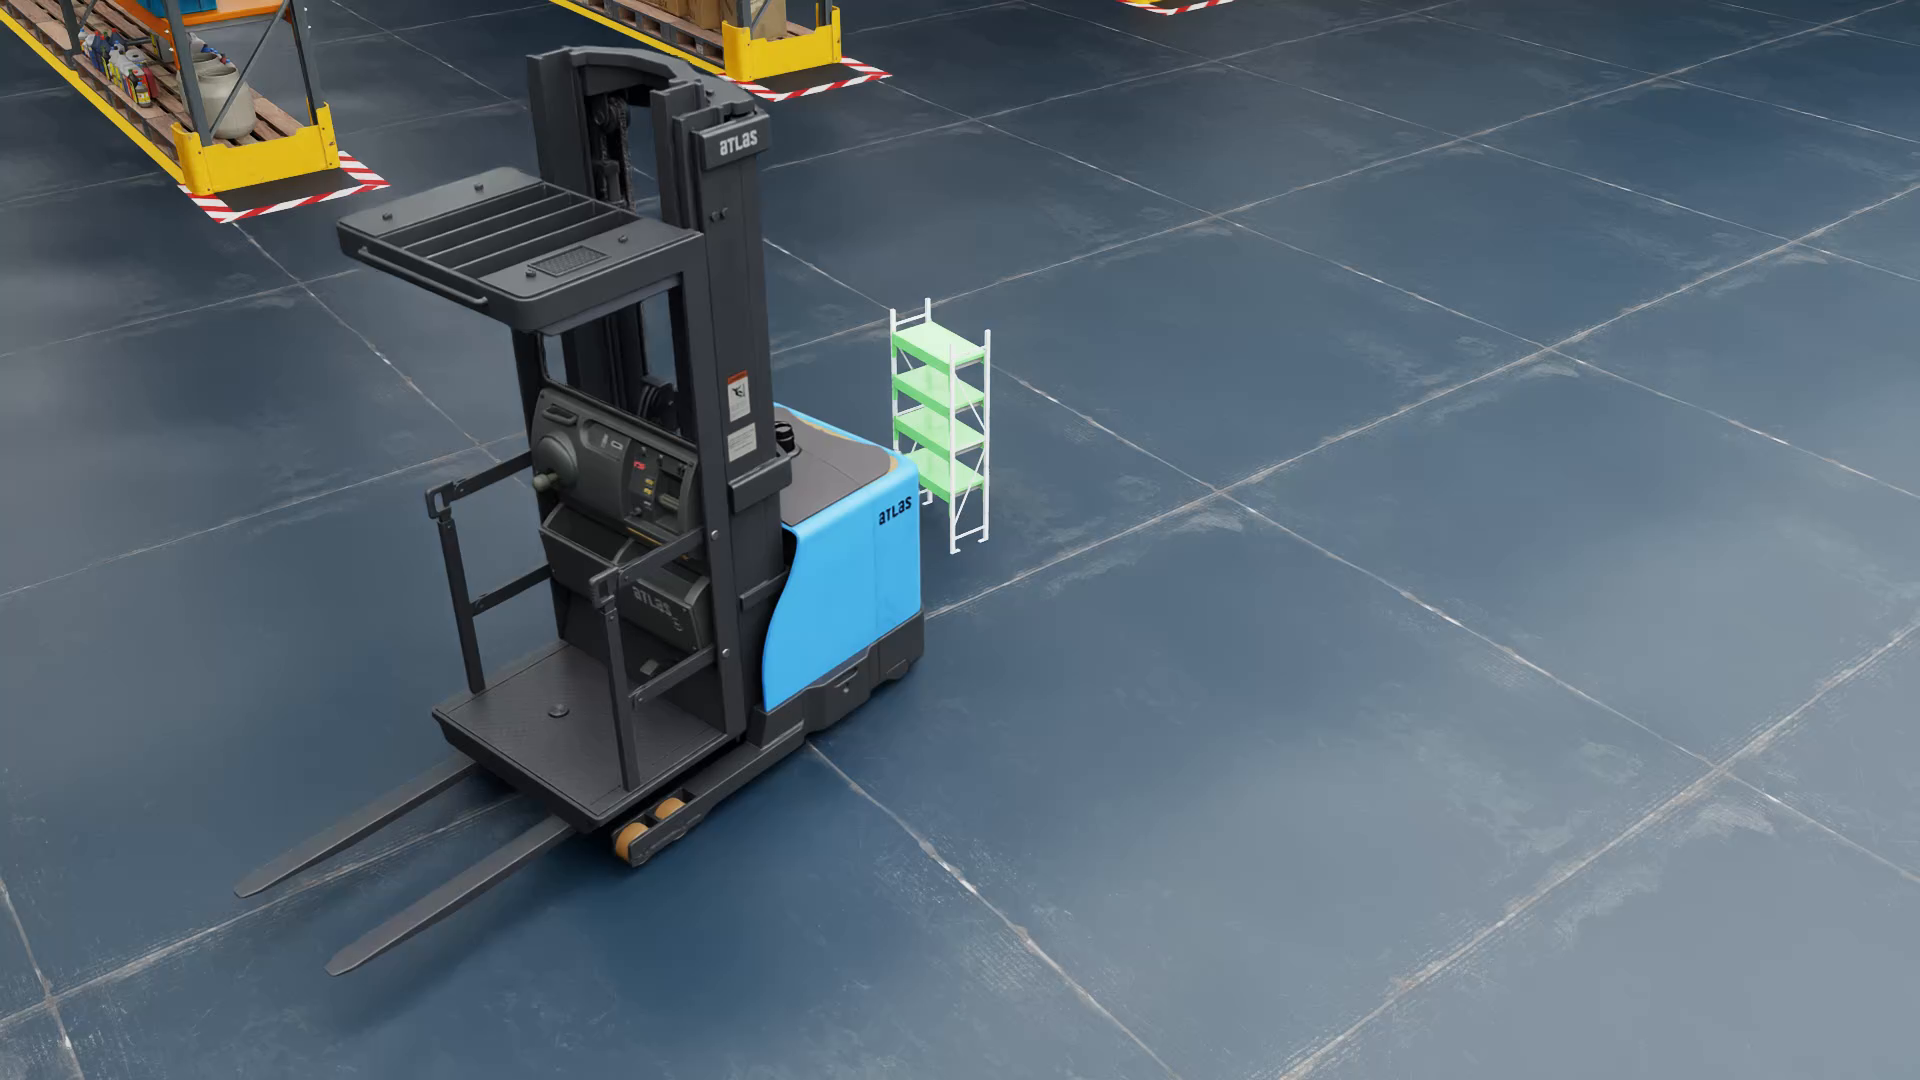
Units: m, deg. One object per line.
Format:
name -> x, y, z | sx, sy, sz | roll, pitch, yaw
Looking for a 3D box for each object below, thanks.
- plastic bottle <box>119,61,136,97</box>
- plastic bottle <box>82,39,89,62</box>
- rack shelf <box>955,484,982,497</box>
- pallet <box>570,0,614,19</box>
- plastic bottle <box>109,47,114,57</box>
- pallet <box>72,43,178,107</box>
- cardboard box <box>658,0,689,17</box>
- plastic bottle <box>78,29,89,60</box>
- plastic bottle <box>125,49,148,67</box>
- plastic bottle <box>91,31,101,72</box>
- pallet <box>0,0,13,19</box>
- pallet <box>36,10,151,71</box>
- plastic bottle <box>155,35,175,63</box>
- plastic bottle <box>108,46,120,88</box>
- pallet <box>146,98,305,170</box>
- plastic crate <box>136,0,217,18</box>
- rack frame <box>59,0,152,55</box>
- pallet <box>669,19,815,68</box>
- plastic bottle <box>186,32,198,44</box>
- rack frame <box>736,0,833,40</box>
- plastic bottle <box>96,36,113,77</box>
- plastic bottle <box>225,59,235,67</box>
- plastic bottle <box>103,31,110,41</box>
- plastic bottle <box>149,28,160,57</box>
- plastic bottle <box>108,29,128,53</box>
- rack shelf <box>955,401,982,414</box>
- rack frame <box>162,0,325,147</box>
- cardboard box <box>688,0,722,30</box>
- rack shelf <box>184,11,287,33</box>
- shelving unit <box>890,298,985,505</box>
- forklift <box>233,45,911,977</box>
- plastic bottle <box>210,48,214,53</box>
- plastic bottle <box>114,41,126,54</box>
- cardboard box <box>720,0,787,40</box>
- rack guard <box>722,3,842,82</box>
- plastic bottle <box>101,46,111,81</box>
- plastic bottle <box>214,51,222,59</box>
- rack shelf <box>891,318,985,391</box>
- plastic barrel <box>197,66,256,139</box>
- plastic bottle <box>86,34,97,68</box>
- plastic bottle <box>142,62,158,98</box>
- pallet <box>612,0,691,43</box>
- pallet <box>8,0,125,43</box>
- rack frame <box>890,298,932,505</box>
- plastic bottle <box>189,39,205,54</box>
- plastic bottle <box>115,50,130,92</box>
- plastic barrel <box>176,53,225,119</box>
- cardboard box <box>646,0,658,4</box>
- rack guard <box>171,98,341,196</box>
plastic bottle -> -7.260, -4.045, 14.584 | 0.152, 0.276, 0.135 | -23, 39, -33
plastic bottle -> -8.111, -4.568, 15.497 | 0.097, 0.201, 0.097 | 0, 32, 0
rack shelf -> -0.102, -0.345, 8.690 | 0.199, 0.029, 0.442 | -22, 38, -31
pallet -> -3.670, -6.036, 18.269 | 1.003, 0.211, 1.213 | -22, 38, -31
plastic bottle -> -7.619, -4.316, 15.026 | 0.097, 0.271, 0.097 | 0, 32, 0
pallet -> -7.643, -4.409, 15.649 | 1.003, 0.211, 1.213 | -22, 38, -31
cardboard box -> -2.789, -5.710, 17.071 | 0.500, 0.500, 0.500 | -19, 36, -27
plastic bottle -> -8.173, -4.640, 15.547 | 0.097, 0.271, 0.097 | 0, 32, 0
plastic bottle -> -7.377, -4.249, 14.912 | 0.152, 0.276, 0.135 | -22, 38, -31
plastic bottle -> -7.855, -4.478, 15.210 | 0.144, 0.351, 0.185 | -21, 38, -30
pallet -> -10.030, -6.034, 18.265 | 1.003, 0.211, 1.213 | -22, 38, -31
pallet -> -8.534, -5.017, 16.628 | 1.003, 0.211, 1.213 | -22, 38, -31
plastic bottle -> -7.383, -4.603, 15.483 | 0.152, 0.276, 0.135 | -22, 38, -31
plastic bottle -> -7.478, -4.222, 14.799 | 0.144, 0.351, 0.185 | -23, 38, -32
pallet -> -6.147, -3.392, 14.011 | 1.003, 0.211, 1.213 | -22, 38, -31
plastic crate -> -7.911, -5.581, 14.833 | 0.499, 0.464, 6.483 | -22, 38, -31
rack frame -> -8.022, -5.887, 15.385 | 1.000, 3.000, 0.127 | -22, 38, -31
pallet -> -2.174, -5.019, 16.632 | 1.003, 0.211, 1.213 | -22, 38, -31
plastic bottle -> -7.084, -4.559, 15.341 | 0.144, 0.351, 0.185 | -23, 38, -32
rack frame -> -1.657, -5.822, 15.281 | 1.000, 3.000, 0.127 | -22, 38, -31
plastic bottle -> -7.739, -4.399, 15.084 | 0.144, 0.351, 0.185 | -24, 39, -33
plastic bottle -> -6.435, -4.104, 14.684 | 0.097, 0.271, 0.097 | 0, 32, 0
plastic bottle -> -7.869, -4.554, 15.397 | 0.061, 0.283, 0.133 | -22, 38, -31
plastic bottle -> -7.513, -4.727, 15.611 | 0.144, 0.351, 0.185 | -22, 38, -31
plastic bottle -> -7.741, -4.525, 15.286 | 0.144, 0.351, 0.185 | -22, 38, -31
rack shelf -> -0.101, -0.753, 8.437 | 0.199, 0.029, 0.442 | -22, 38, -31
rack frame -> -5.569, -4.220, 12.701 | 1.000, 3.000, 0.127 | -22, 38, -31
cardboard box -> -2.420, -5.443, 16.641 | 0.614, 0.500, 0.614 | -22, 38, -31
rack shelf -> -6.796, -4.809, 14.195 | 0.831, 0.071, 3.687 | -22, 38, -31
shelving unit -> -0.105, -0.581, 8.548 | 0.258, 1.200, 0.492 | -22, 38, -31
forklift -> -1.498, -0.246, 6.369 | 1.121, 2.935, 3.031 | 24, 39, 33
plastic bottle -> -6.706, -4.289, 14.981 | 0.097, 0.271, 0.097 | 0, 32, 0
plastic bottle -> -7.671, -4.423, 15.197 | 0.097, 0.271, 0.097 | 0, 32, 0
cardboard box -> -2.026, -5.205, 16.258 | 0.500, 0.500, 0.500 | -15, 35, -23
rack guard -> -1.703, -4.792, 15.992 | 1.175, 0.500, 0.348 | -22, 38, -31
plastic bottle -> -7.671, -4.288, 14.969 | 0.061, 0.283, 0.133 | -20, 37, -29
plastic bottle -> -6.645, -4.247, 14.914 | 0.097, 0.271, 0.097 | 0, 32, 0
rack shelf -> -0.101, -0.932, 8.325 | 0.258, 0.148, 0.480 | -22, 38, -31
plastic barrel -> -6.033, -3.591, 13.649 | 0.421, 0.512, 0.421 | 0, 32, 0
plastic bottle -> -7.953, -4.516, 15.343 | 0.152, 0.276, 0.135 | -21, 37, -30
plastic bottle -> -7.091, -4.025, 14.545 | 0.061, 0.283, 0.133 | -22, 38, -31
pallet -> -2.918, -5.528, 17.450 | 1.003, 0.211, 1.213 | -22, 38, -31
pallet -> -9.287, -5.526, 17.447 | 1.003, 0.211, 1.213 | -22, 38, -31
rack frame -> -0.251, -0.680, 8.708 | 0.240, 1.200, 0.015 | -22, 38, -31
plastic bottle -> -6.987, -4.458, 15.249 | 0.152, 0.276, 0.135 | -22, 38, -31
plastic bottle -> -7.364, -4.145, 14.674 | 0.144, 0.351, 0.185 | -21, 37, -29
plastic barrel -> -6.340, -3.800, 13.985 | 0.421, 0.512, 0.421 | 0, 32, 0
cardboard box -> -3.096, -5.957, 17.469 | 0.500, 0.500, 0.500 | -26, 40, -35
rack guard -> -5.653, -3.174, 13.387 | 1.175, 0.500, 0.348 | -22, 38, -31
